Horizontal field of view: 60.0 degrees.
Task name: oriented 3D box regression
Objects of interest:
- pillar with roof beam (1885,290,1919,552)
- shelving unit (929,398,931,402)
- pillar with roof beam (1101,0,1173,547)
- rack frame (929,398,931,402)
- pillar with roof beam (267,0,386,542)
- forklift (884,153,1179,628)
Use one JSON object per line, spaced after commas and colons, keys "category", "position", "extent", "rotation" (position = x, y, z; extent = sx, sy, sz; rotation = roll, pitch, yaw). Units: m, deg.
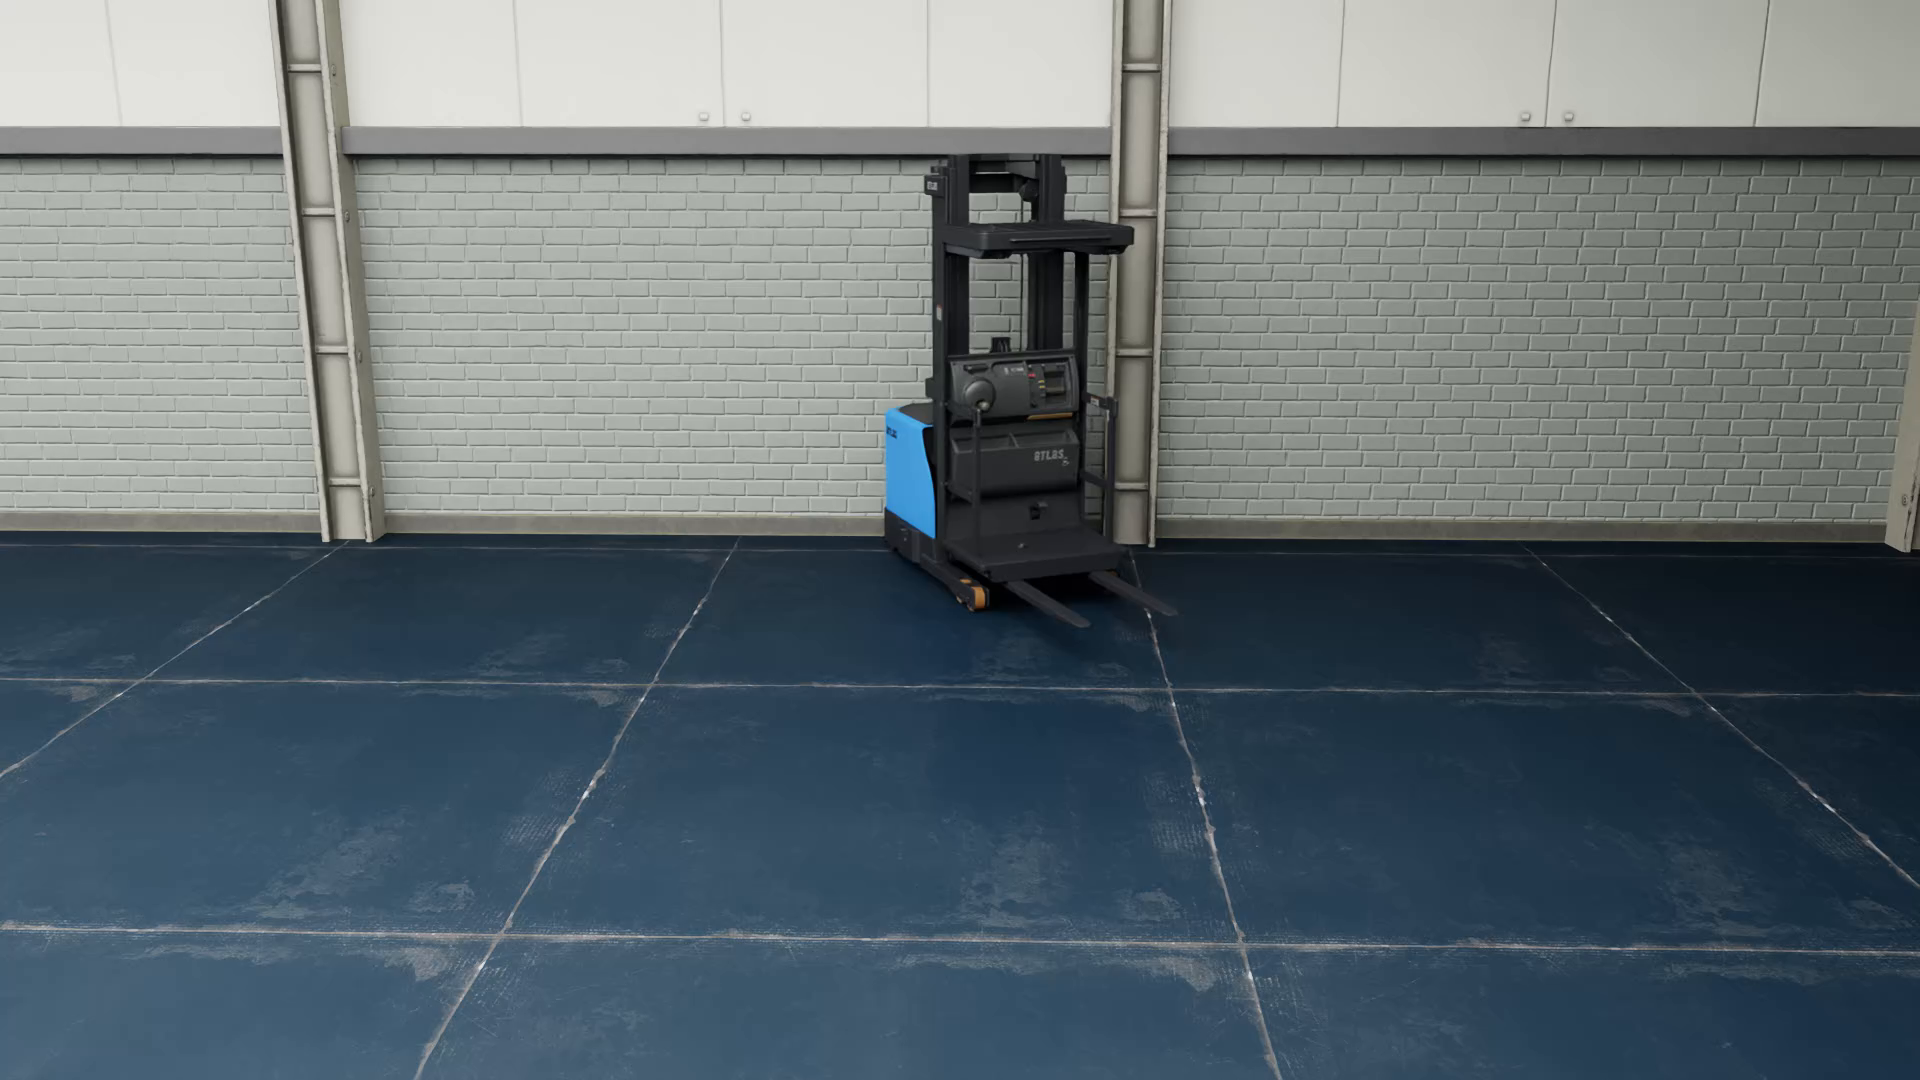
{"category": "pillar with roof beam", "position": [7.180, -3.200, 7.330], "extent": [0.400, 9.000, 9.100], "rotation": [0, 15, 1]}
{"category": "shelving unit", "position": [-0.159, -0.580, 12.666], "extent": [0.189, 1.200, 0.258], "rotation": [6, 13, 6]}
{"category": "pillar with roof beam", "position": [1.182, -3.239, 7.479], "extent": [0.400, 9.000, 9.100], "rotation": [0, 15, 1]}
{"category": "rack frame", "position": [-0.250, -0.590, 12.675], "extent": [0.006, 1.200, 0.240], "rotation": [6, 13, 6]}
{"category": "pillar with roof beam", "position": [-4.816, -3.279, 7.627], "extent": [0.400, 9.000, 9.100], "rotation": [0, 15, 1]}
{"category": "forklift", "position": [0.460, -1.067, 11.140], "extent": [1.130, 2.935, 3.031], "rotation": [-6, 16, -22]}
